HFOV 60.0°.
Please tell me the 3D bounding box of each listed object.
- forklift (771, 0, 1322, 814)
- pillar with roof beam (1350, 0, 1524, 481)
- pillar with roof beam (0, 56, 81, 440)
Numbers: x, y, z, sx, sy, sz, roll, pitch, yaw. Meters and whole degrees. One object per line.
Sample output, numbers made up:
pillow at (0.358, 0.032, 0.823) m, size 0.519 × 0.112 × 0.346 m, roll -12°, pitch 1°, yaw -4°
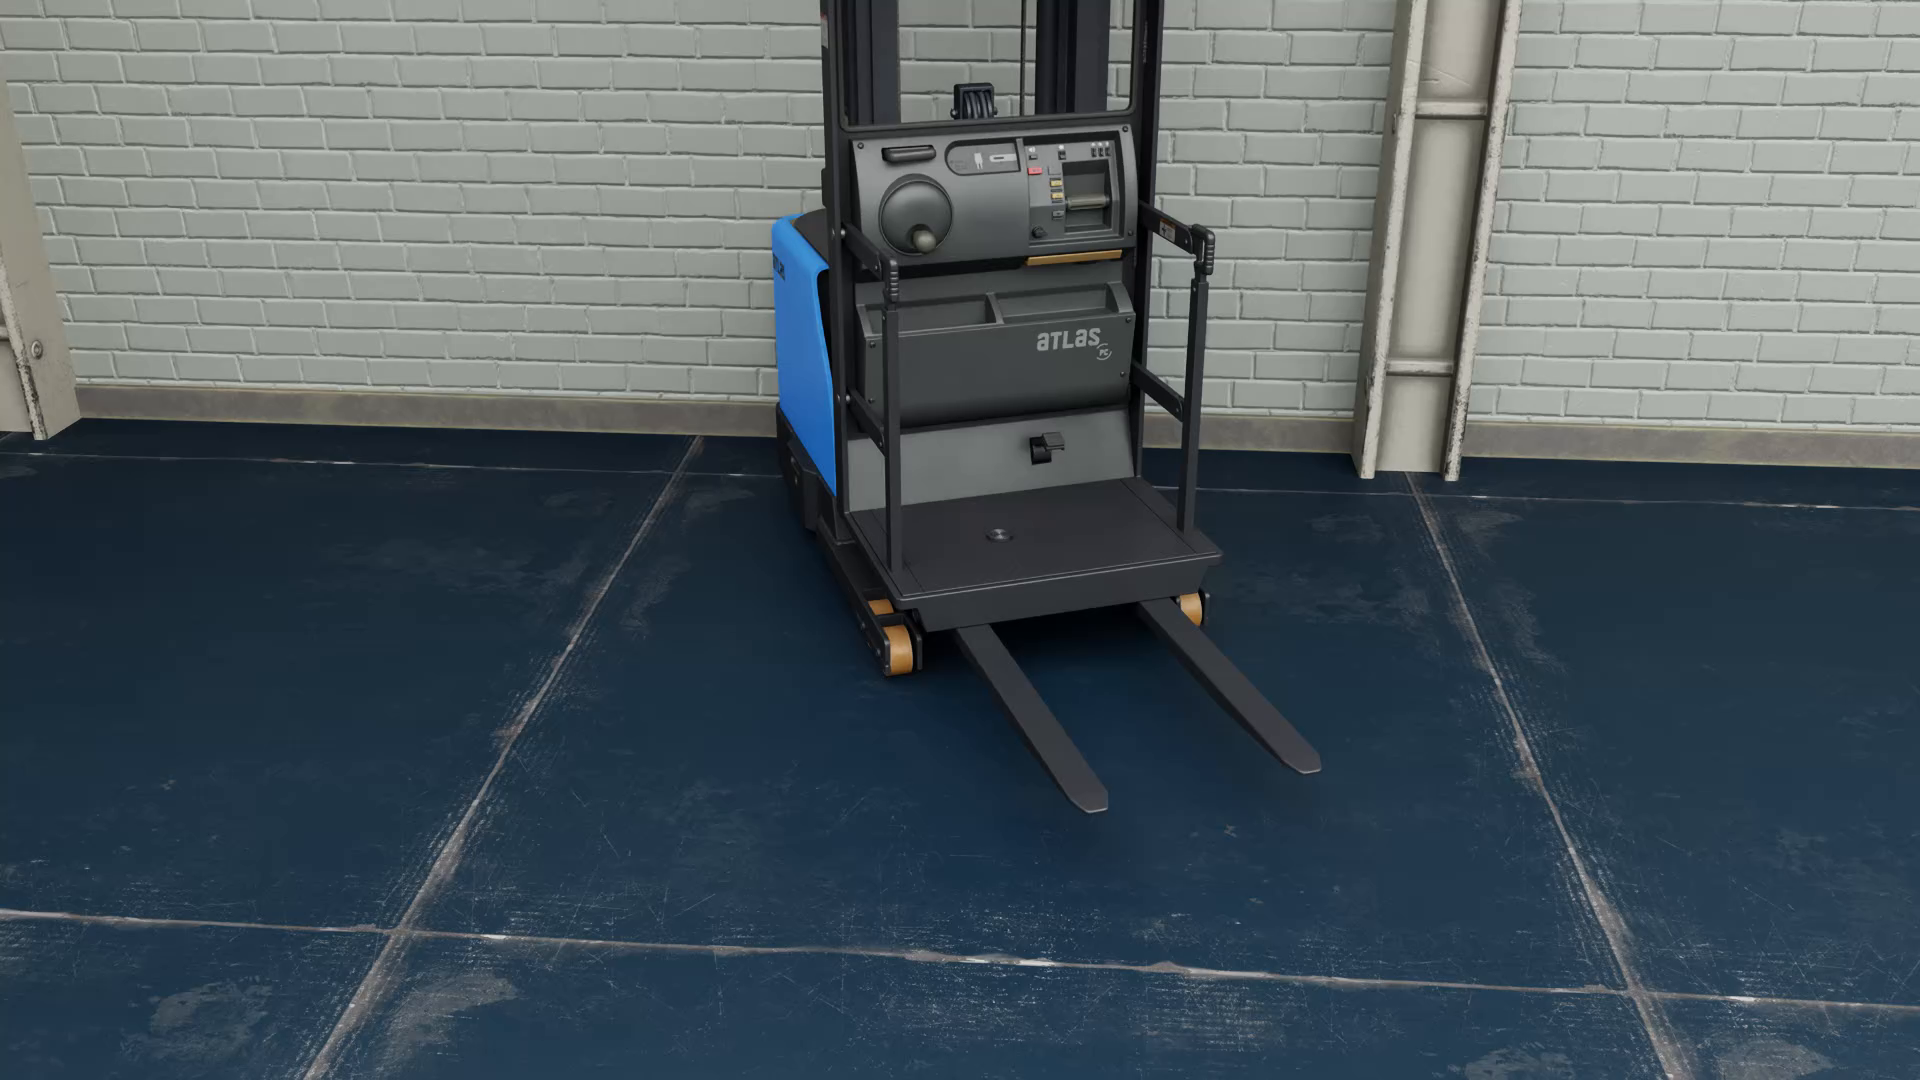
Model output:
forklift at (0.187, -1.083, 5.097) m, size 1.130 × 2.935 × 3.031 m, roll -7°, pitch 26°, yaw -16°
pillar with roof beam at (1.515, -2.605, 1.146) m, size 0.400 × 9.000 × 9.100 m, roll 2°, pitch 25°, yaw 4°
pillar with roof beam at (-4.467, -2.797, 1.563) m, size 0.400 × 9.000 × 9.100 m, roll 2°, pitch 25°, yaw 4°
